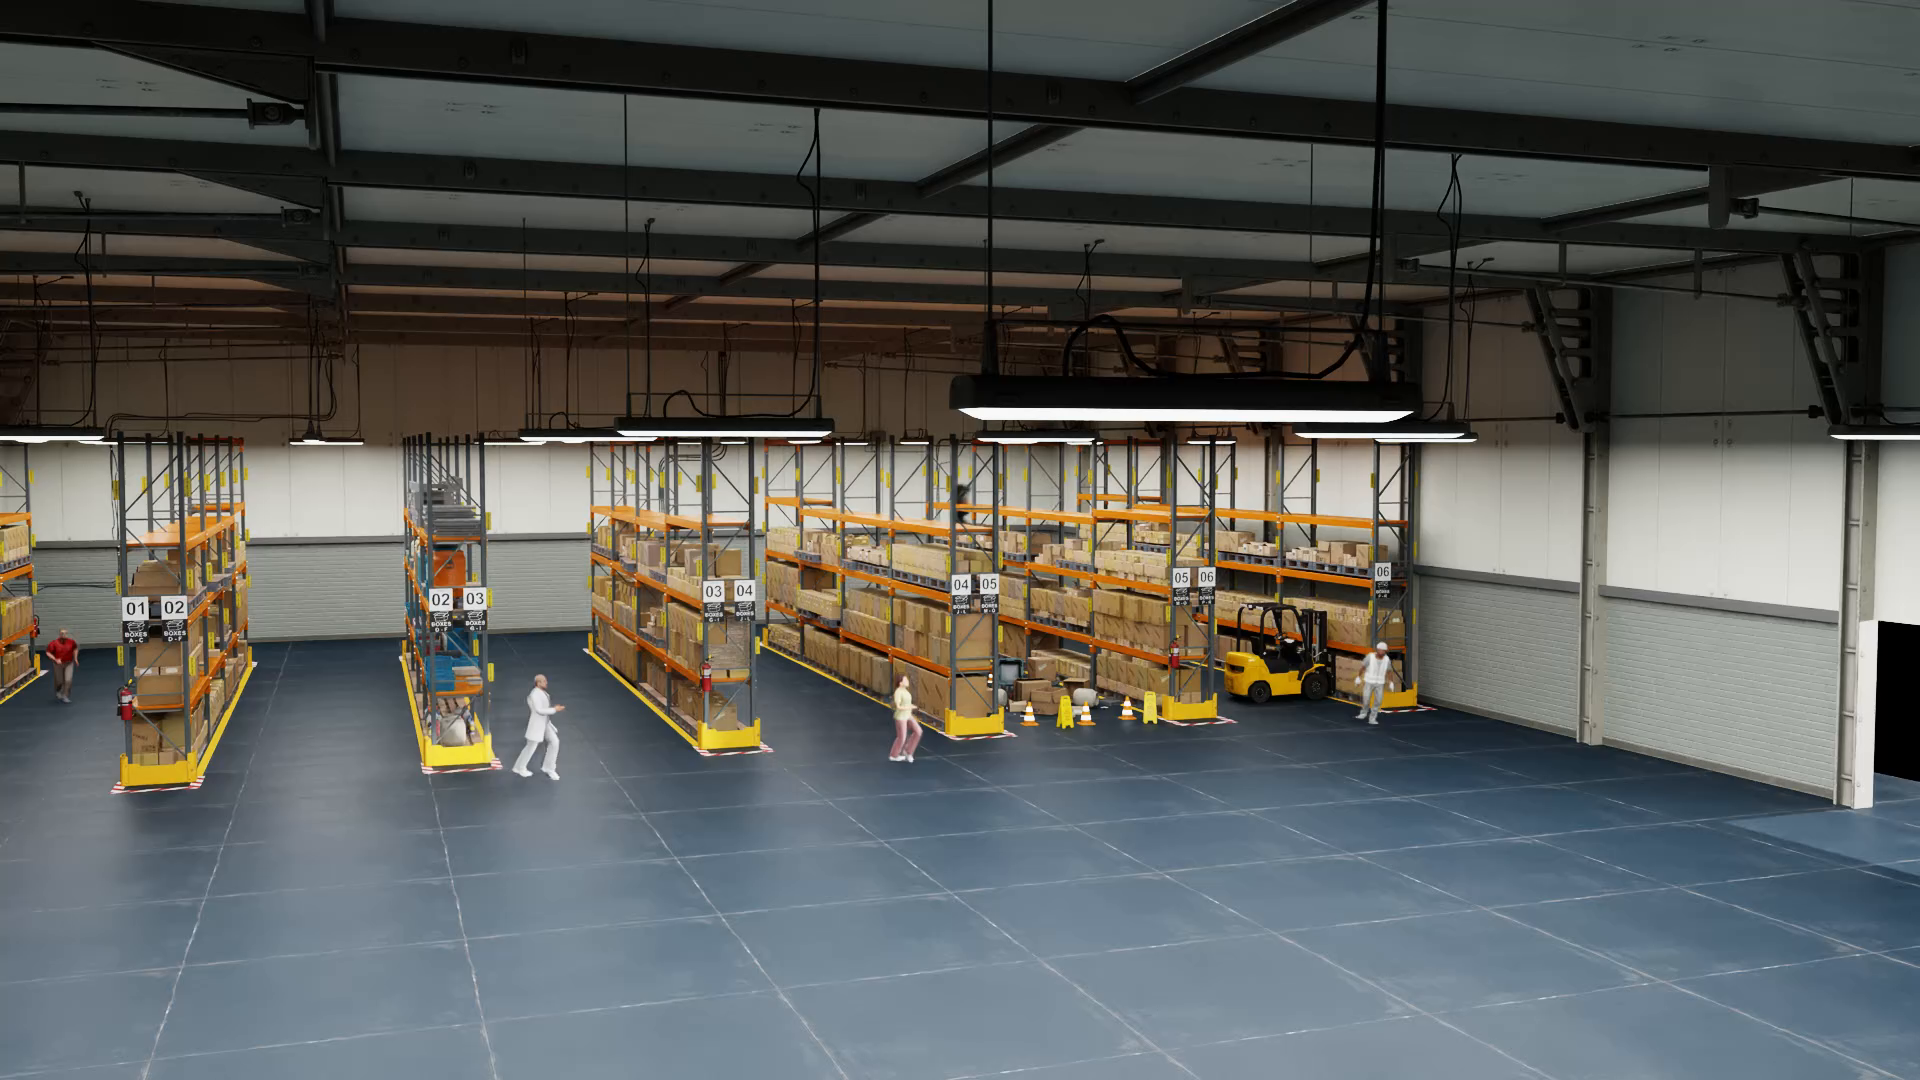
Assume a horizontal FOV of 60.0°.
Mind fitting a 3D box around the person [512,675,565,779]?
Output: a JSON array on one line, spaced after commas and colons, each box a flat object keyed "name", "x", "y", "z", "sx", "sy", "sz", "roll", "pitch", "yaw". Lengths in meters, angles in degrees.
[{"name": "person", "x": -7.271, "y": 3.244, "z": 28.689, "sx": 0.933, "sy": 1.847, "sz": 0.647, "roll": 0, "pitch": 3, "yaw": 9}]

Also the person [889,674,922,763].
[{"name": "person", "x": -1.053, "y": 3.363, "z": 30.109, "sx": 0.628, "sy": 1.429, "sz": 0.546, "roll": 2, "pitch": 4, "yaw": 28}]

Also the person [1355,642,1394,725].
[{"name": "person", "x": 8.556, "y": 2.951, "z": 34.303, "sx": 0.725, "sy": 1.728, "sz": 0.617, "roll": 0, "pitch": 3, "yaw": -6}]

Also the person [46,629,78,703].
[{"name": "person", "x": -20.212, "y": 2.824, "z": 37.444, "sx": 0.659, "sy": 1.679, "sz": 0.776, "roll": -2, "pitch": 4, "yaw": -37}]
